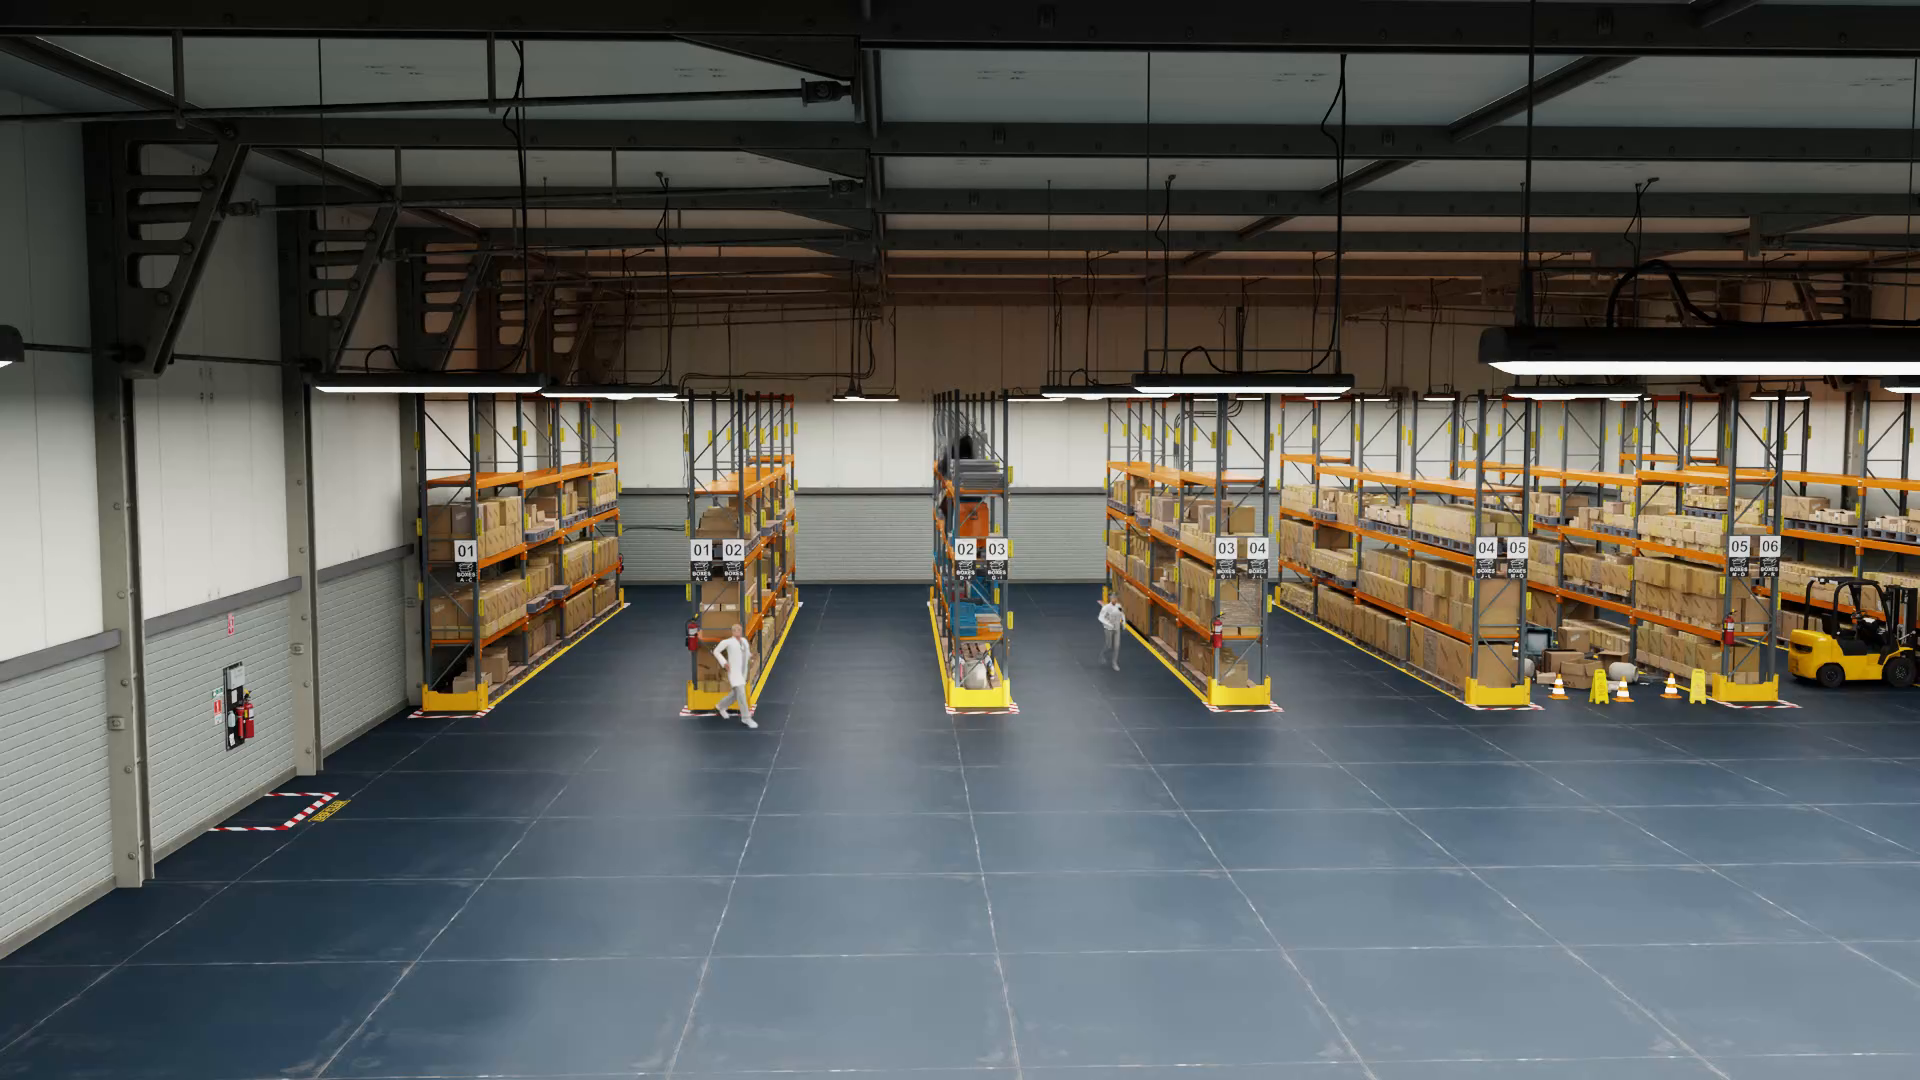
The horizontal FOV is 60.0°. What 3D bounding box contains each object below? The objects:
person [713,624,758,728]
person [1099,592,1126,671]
[{"bbox_3d":[-3.994,2.399,29.715,1.046,1.802,0.705,3,5,32],"label":"person"},{"bbox_3d":[3.307,1.947,36.092,0.642,1.697,0.761,-1,5,-16],"label":"person"}]
